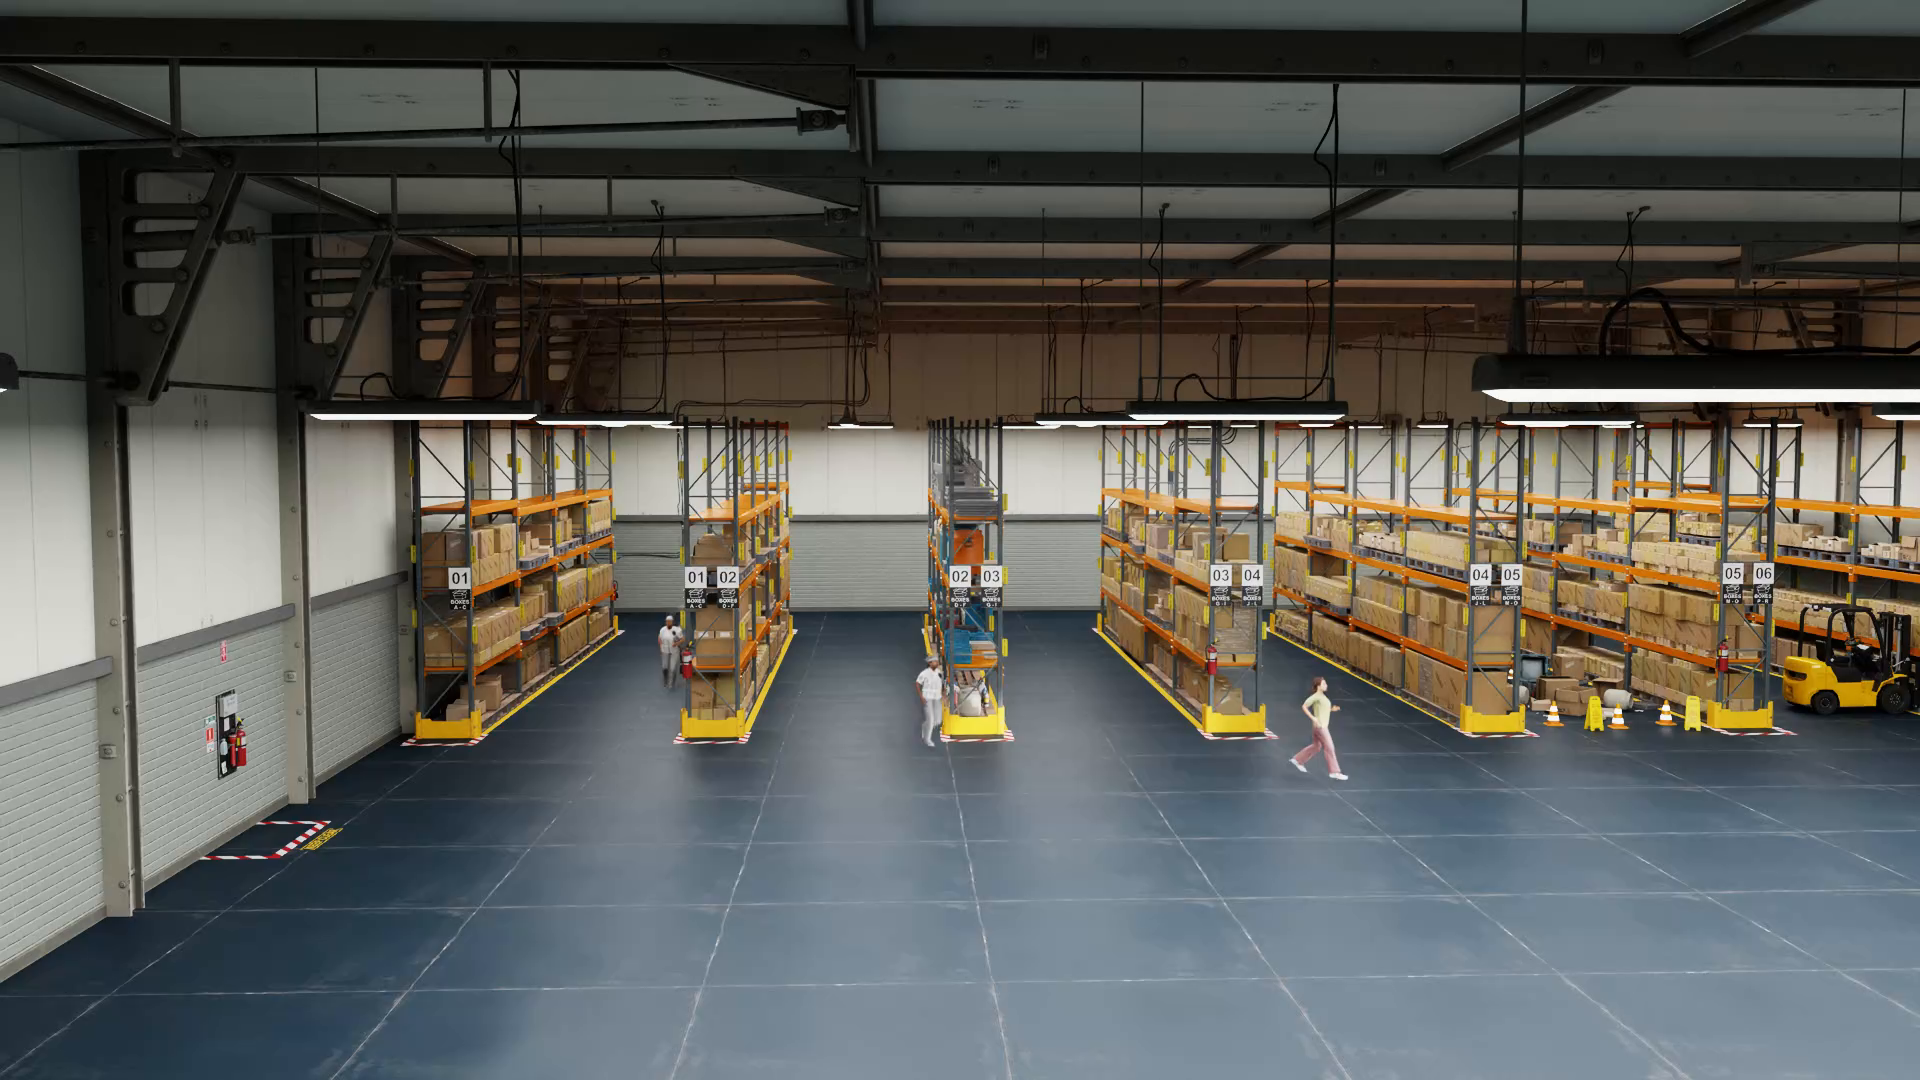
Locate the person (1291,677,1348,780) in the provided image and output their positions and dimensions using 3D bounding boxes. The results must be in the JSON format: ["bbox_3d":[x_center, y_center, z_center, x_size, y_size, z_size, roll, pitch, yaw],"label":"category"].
[{"bbox_3d":[5.922,3.076,27.367,0.969,1.655,0.574,2,4,23],"label":"person"}]

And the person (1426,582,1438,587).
[{"bbox_3d":[14.003,1.706,49.373,0.711,1.592,0.598,1,4,15],"label":"person"}]

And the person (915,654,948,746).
[{"bbox_3d":[-0.507,2.926,30.473,0.632,1.652,0.482,-2,4,-33],"label":"person"}]

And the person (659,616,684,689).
[{"bbox_3d":[-6.414,2.501,36.834,0.588,1.634,0.567,0,4,0],"label":"person"}]
